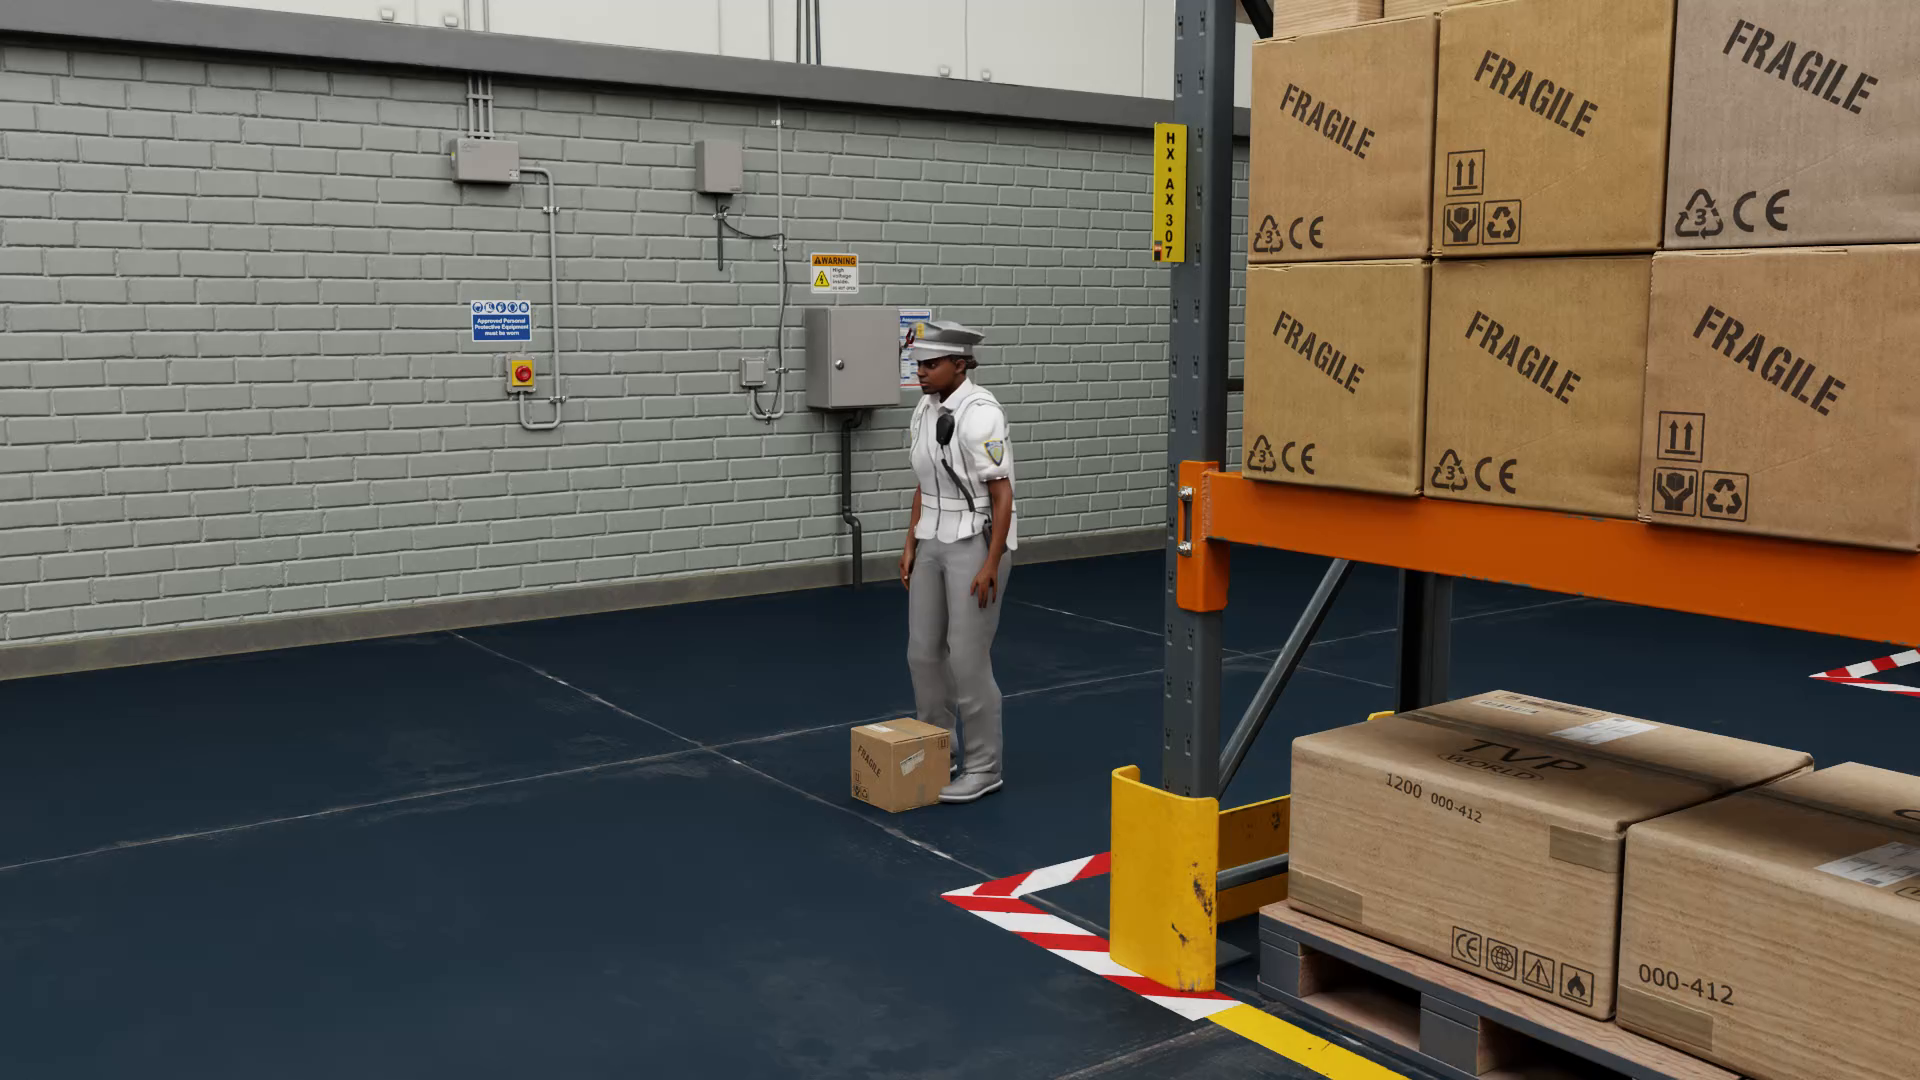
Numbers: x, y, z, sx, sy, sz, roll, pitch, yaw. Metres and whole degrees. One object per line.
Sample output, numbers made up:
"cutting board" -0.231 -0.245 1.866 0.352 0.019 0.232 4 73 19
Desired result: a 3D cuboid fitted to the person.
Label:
"person" -0.023 0.064 5.841 0.395 1.661 0.525 -6 10 -38
